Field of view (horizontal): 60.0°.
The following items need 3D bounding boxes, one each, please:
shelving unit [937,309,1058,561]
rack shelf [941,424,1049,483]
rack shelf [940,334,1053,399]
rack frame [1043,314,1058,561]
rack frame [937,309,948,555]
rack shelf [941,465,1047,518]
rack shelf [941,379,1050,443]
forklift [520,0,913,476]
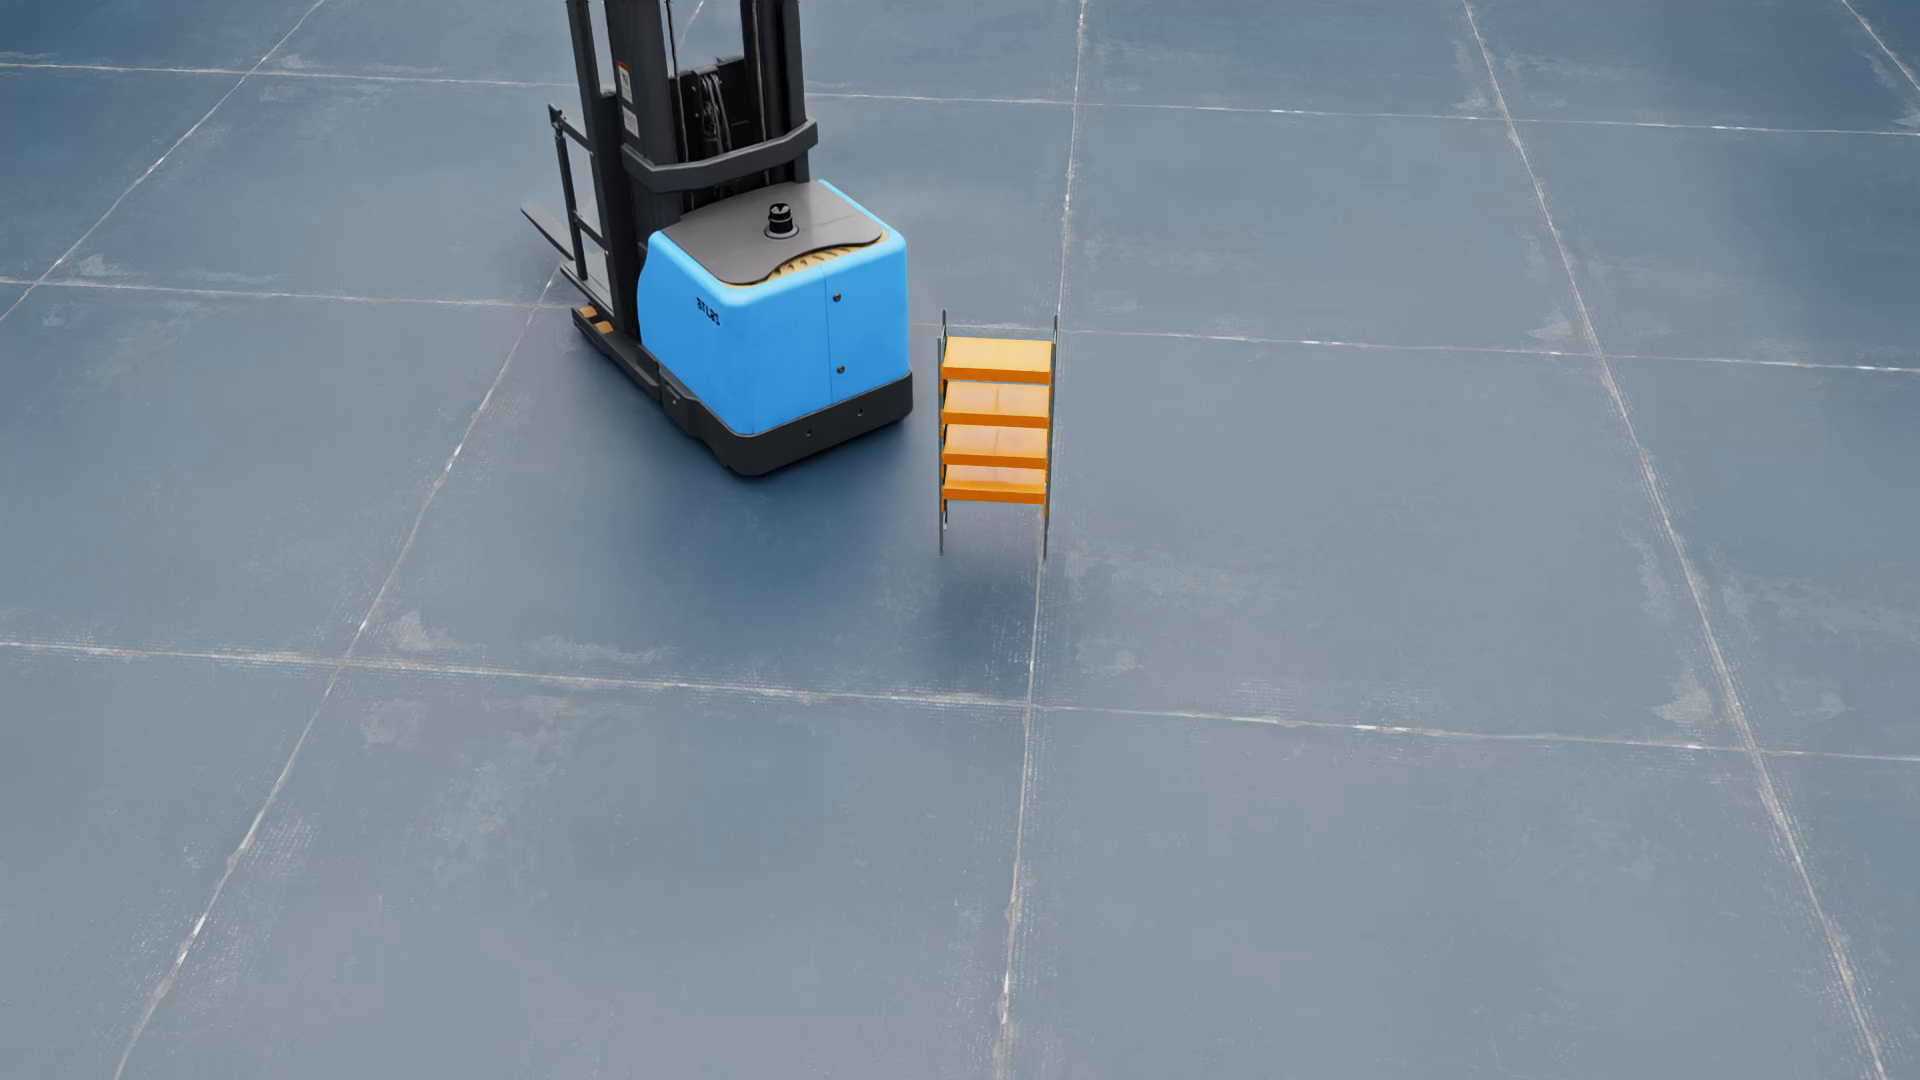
[{"bbox_3d":[0.165,-0.456,7.531,0.503,1.200,0.258,3,39,4],"label":"shelving unit"},{"bbox_3d":[0.165,-0.404,7.573,0.480,0.148,0.258,3,39,4],"label":"rack shelf"},{"bbox_3d":[0.165,-0.761,7.283,0.480,0.148,0.258,3,39,4],"label":"rack shelf"},{"bbox_3d":[0.408,-0.443,7.514,0.015,1.200,0.240,3,39,4],"label":"rack frame"},{"bbox_3d":[-0.078,-0.470,7.547,0.015,1.200,0.240,3,39,4],"label":"rack frame"},{"bbox_3d":[0.165,-0.250,7.698,0.480,0.148,0.258,3,39,4],"label":"rack shelf"},{"bbox_3d":[0.165,-0.578,7.432,0.480,0.148,0.258,3,39,4],"label":"rack shelf"},{"bbox_3d":[-1.510,-2.340,8.473,1.130,2.935,3.031,-24,45,-27],"label":"forklift"}]
